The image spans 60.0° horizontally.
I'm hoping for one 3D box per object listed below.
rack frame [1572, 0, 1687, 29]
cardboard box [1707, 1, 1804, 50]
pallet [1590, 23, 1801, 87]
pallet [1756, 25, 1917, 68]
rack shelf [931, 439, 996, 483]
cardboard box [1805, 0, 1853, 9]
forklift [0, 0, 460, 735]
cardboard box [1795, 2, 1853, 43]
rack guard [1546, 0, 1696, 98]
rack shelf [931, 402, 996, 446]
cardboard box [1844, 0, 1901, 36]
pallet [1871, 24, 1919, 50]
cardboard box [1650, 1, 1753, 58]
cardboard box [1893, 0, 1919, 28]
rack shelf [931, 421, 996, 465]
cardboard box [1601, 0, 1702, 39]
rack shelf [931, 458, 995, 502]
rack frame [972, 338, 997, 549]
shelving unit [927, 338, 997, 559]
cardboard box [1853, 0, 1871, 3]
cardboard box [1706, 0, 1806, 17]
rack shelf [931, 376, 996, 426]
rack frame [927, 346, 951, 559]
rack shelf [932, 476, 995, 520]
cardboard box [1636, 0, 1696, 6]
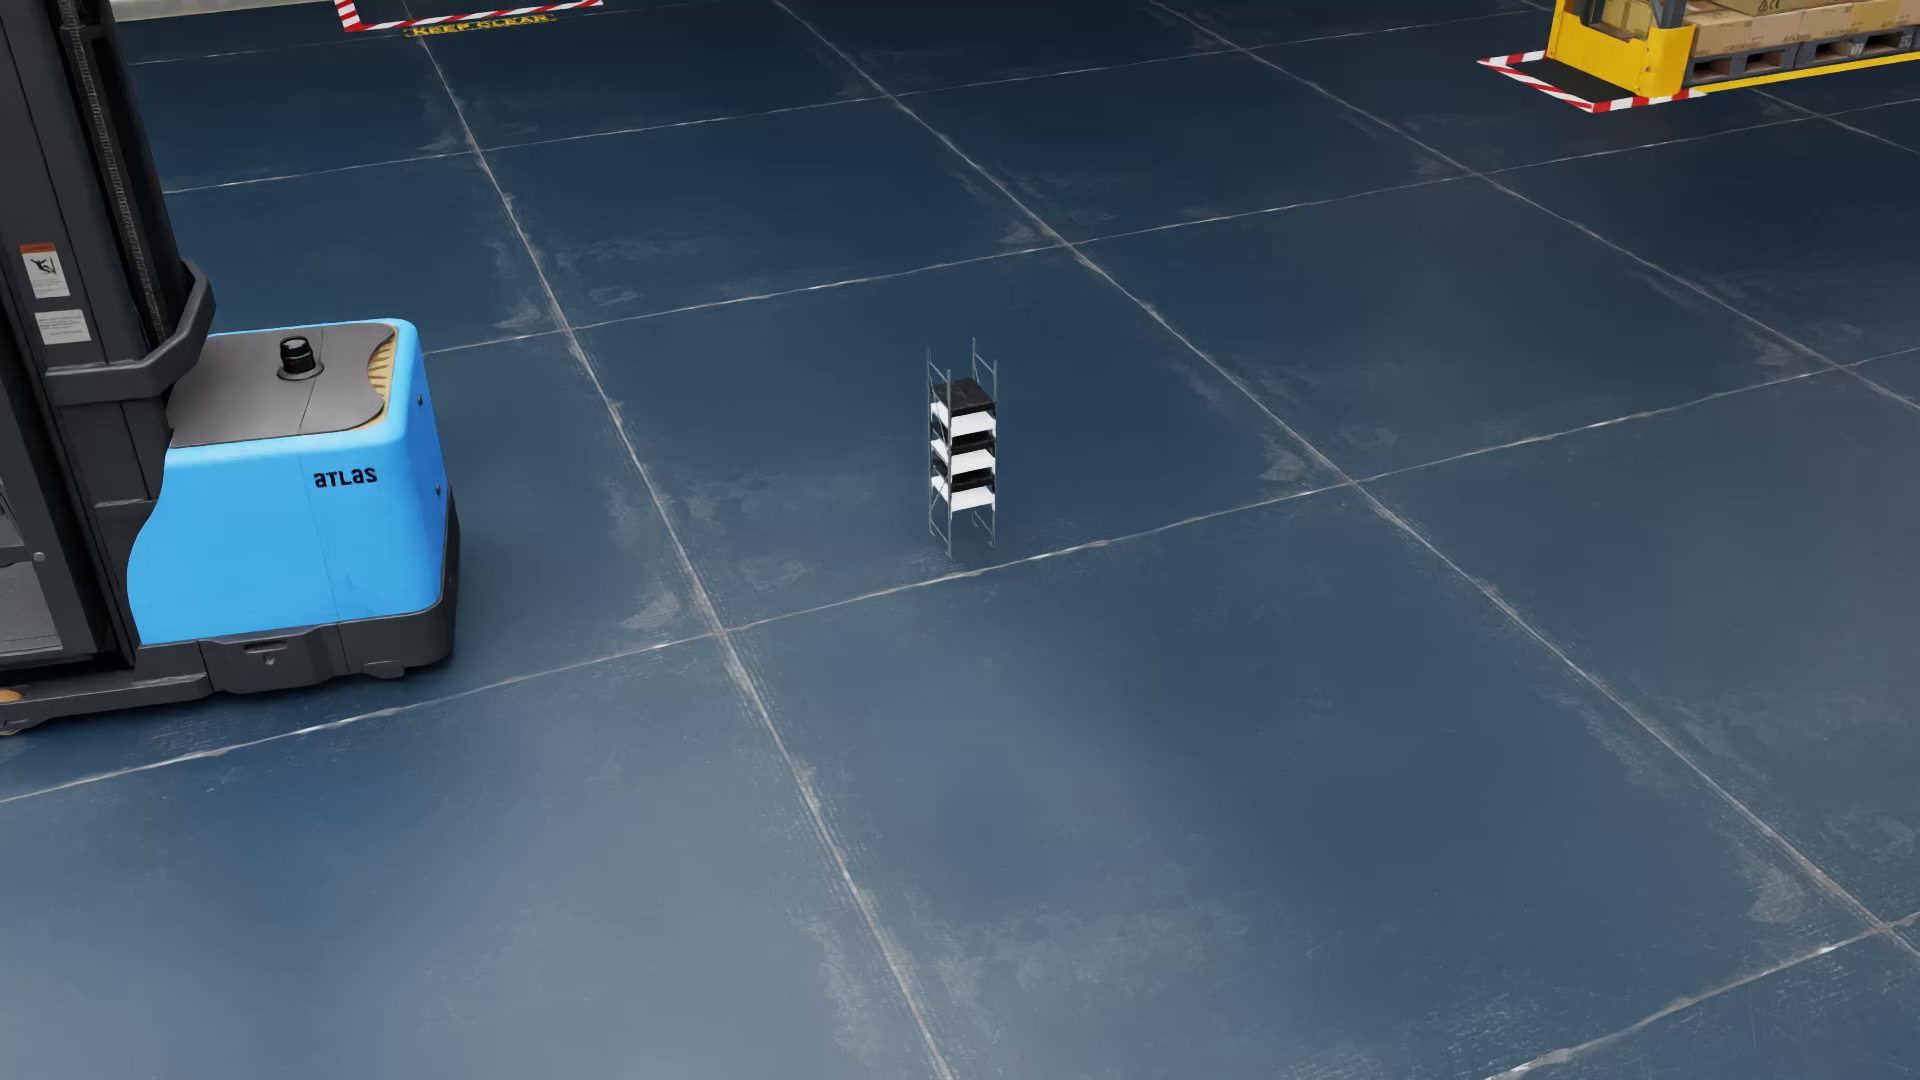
[{"bbox_3d":[5.012,-4.839,11.937,0.127,3.000,1.000,-13,35,-19],"label":"rack frame"},{"bbox_3d":[6.053,-3.971,12.739,0.500,0.250,0.500,-13,35,-19],"label":"cardboard box"},{"bbox_3d":[5.701,-3.853,12.978,1.213,0.211,1.003,-13,35,-19],"label":"pallet"},{"bbox_3d":[6.824,-4.108,13.370,1.213,0.211,1.003,-13,35,-19],"label":"pallet"},{"bbox_3d":[0.007,-0.351,7.025,0.200,0.077,0.258,-13,35,-19],"label":"rack shelf"},{"bbox_3d":[6.509,-4.397,12.705,0.500,0.500,0.500,-13,35,-19],"label":"cardboard box"},{"bbox_3d":[-3.545,-0.801,5.794,3.031,2.935,1.130,-7,34,-10],"label":"forklift"},{"bbox_3d":[6.514,-4.077,12.901,0.500,0.250,0.500,-13,35,-19],"label":"cardboard box"},{"bbox_3d":[4.990,-3.786,12.611,0.348,0.500,1.175,-13,35,-19],"label":"rack guard"},{"bbox_3d":[0.007,-0.502,6.927,0.200,0.077,0.258,-13,35,-19],"label":"rack shelf"},{"bbox_3d":[6.977,-4.180,13.060,0.500,0.250,0.500,-13,35,-19],"label":"cardboard box"},{"bbox_3d":[7.951,-4.368,13.769,1.213,0.211,1.003,-13,35,-19],"label":"pallet"},{"bbox_3d":[5.593,-3.864,12.574,0.500,0.250,0.500,-13,35,-19],"label":"cardboard box"},{"bbox_3d":[7.437,-4.286,13.222,0.500,0.250,0.500,-13,35,-19],"label":"cardboard box"},{"bbox_3d":[0.007,-0.426,6.976,0.200,0.077,0.258,-13,35,-19],"label":"rack shelf"},{"bbox_3d":[5.392,-4.124,12.974,0.500,0.250,0.500,-13,35,-19],"label":"cardboard box"},{"bbox_3d":[0.007,-0.276,7.074,0.200,0.077,0.258,-13,35,-19],"label":"rack shelf"},{"bbox_3d":[0.101,-0.400,7.040,0.006,0.900,0.240,-13,35,-19],"label":"rack frame"},{"bbox_3d":[0.007,-0.379,7.007,0.210,0.900,0.258,-13,35,-19],"label":"shelving unit"},{"bbox_3d":[6.977,-4.493,12.854,0.500,0.500,0.500,-13,35,-19],"label":"cardboard box"},{"bbox_3d":[6.053,-4.285,12.533,0.500,0.500,0.500,-13,35,-19],"label":"cardboard box"},{"bbox_3d":[0.007,-0.577,6.878,0.200,0.077,0.258,-13,35,-19],"label":"rack shelf"},{"bbox_3d":[-0.086,-0.357,6.974,0.006,0.900,0.240,-13,35,-19],"label":"rack frame"},{"bbox_3d":[0.007,-0.200,7.124,0.200,0.077,0.258,-13,35,-19],"label":"rack shelf"},{"bbox_3d":[5.392,-4.440,12.771,0.500,0.500,0.500,-13,35,-19],"label":"cardboard box"}]
